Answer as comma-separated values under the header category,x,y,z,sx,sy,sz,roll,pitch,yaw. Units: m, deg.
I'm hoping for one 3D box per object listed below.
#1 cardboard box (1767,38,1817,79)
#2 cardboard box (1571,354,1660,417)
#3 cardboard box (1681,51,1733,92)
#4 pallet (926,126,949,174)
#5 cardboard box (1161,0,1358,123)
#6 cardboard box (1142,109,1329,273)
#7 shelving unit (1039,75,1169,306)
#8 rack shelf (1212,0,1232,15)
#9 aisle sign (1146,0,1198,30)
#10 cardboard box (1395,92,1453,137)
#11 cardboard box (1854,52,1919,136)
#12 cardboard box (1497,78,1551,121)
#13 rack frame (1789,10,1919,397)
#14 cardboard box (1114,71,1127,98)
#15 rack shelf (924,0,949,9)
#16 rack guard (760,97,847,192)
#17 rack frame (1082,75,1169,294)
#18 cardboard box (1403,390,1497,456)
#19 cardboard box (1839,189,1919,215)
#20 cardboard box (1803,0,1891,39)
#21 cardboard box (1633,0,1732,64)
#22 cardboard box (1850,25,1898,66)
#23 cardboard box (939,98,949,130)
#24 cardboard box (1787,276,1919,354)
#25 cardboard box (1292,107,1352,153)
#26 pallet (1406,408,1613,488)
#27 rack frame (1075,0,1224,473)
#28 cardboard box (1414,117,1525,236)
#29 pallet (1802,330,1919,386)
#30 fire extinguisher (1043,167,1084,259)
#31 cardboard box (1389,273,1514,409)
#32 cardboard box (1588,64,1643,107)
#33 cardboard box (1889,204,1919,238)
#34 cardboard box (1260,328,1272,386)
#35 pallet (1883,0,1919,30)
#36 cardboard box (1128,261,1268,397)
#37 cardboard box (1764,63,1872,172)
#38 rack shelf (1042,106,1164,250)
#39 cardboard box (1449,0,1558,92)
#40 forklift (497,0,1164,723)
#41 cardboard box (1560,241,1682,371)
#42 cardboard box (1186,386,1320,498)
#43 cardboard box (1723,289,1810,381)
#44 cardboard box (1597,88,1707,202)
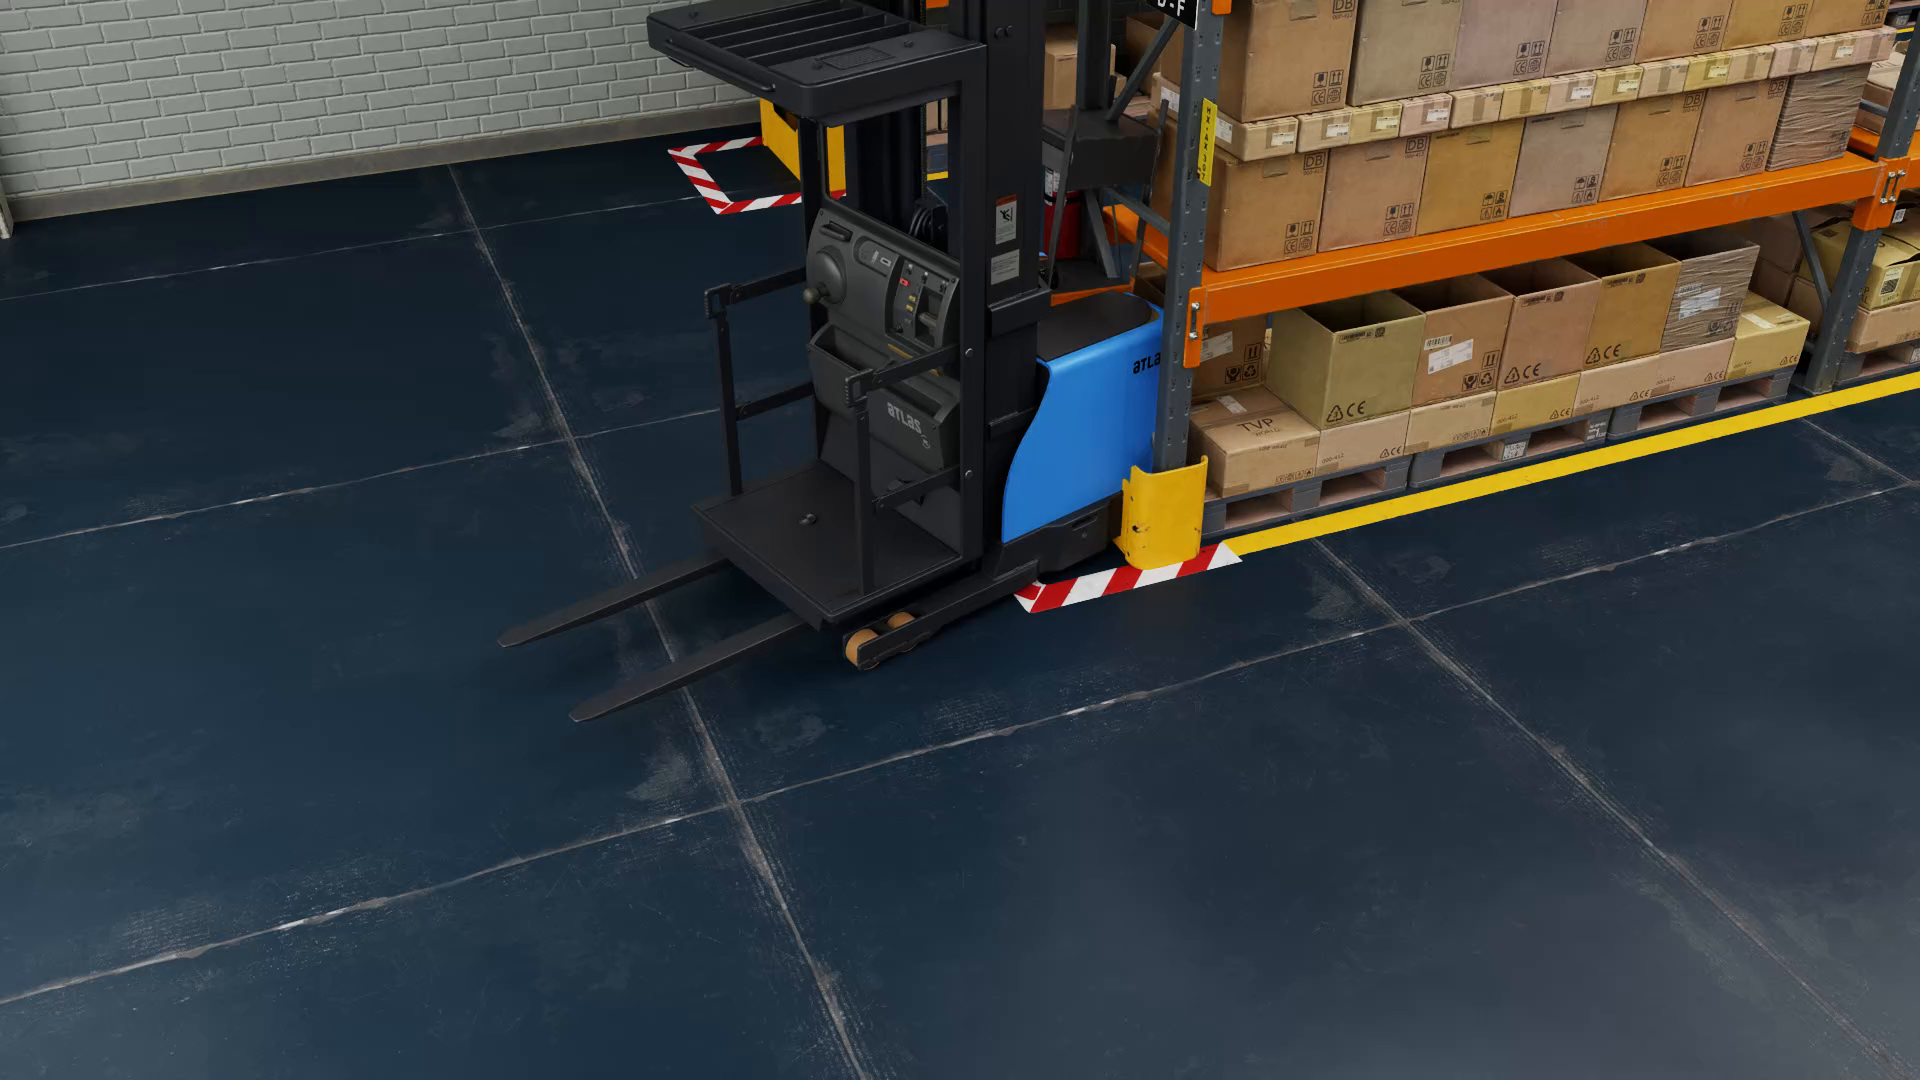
category,x,y,z,sx,sy,sz,roll,pitch,yaw
cardboard box,3.812,-2.331,7.895,0.250,0.149,0.380,-14,36,-20
cardboard box,3.186,-0.892,8.506,0.500,0.250,0.500,-13,35,-19
cardboard box,3.342,-2.224,7.732,0.250,0.149,0.380,-13,35,-19
pallet,-0.328,-2.936,12.069,1.213,0.211,1.003,-13,35,-19
cardboard box,1.245,-2.134,6.998,0.500,0.500,0.700,-13,35,-19
cardboard box,1.196,-1.579,7.335,0.500,0.500,0.700,-13,35,-19
shelving unit,0.450,-1.020,7.627,0.503,2.100,0.431,-13,36,-32
rack shelf,2.605,-2.823,7.248,4.000,0.370,1.077,-13,35,-19
aisle sign,0.819,-2.367,6.254,0.004,0.787,0.394,-13,35,-19
cardboard box,1.912,-1.895,7.225,0.250,0.149,0.380,-13,35,-20
cardboard box,4.886,-2.353,8.753,0.500,0.250,0.500,-11,35,-16
cardboard box,2.392,-2.006,7.397,0.250,0.149,0.380,-13,35,-20
rack frame,4.449,-2.290,8.519,0.127,3.000,1.000,-13,35,-19
cardboard box,1.045,-3.442,12.500,0.250,0.149,0.380,-16,36,-23
rack shelf,0.684,-4.056,11.893,4.000,0.370,1.077,-13,35,-19
rack guard,-1.090,-2.904,11.754,0.348,0.500,1.175,-13,35,-19
rack frame,0.653,-1.065,7.755,0.015,2.100,0.400,-13,36,-32
cardboard box,2.262,-0.683,8.185,0.500,0.250,0.500,-13,35,-19
cardboard box,5.188,-1.891,9.528,0.500,0.311,0.500,-12,35,-18
cardboard box,4.042,-2.778,7.989,0.500,0.500,0.700,-13,35,-19
cardboard box,3.115,-2.566,7.662,0.500,0.500,0.700,-13,35,-19
cardboard box,4.281,-2.438,8.061,0.250,0.149,0.380,-13,35,-19
cardboard box,0.038,-3.214,12.001,0.500,0.311,0.500,-10,34,-15
cardboard box,4.917,-1.274,9.093,0.500,0.250,0.500,-14,35,-20
cardboard box,1.448,-1.791,7.065,0.250,0.149,0.380,-14,36,-20
pallet,2.573,-0.714,8.654,1.213,0.211,1.003,-13,35,-19
rack frame,0.761,-1.445,7.221,0.127,3.000,1.000,-13,35,-19
cardboard box,2.138,-1.794,7.666,0.500,0.500,0.700,-13,35,-19
pallet,5.113,-1.296,9.548,1.213,0.211,1.003,-13,35,-19
fire extinguisher,0.472,-1.621,7.562,0.183,0.674,0.296,-13,35,-19
cardboard box,2.258,-1.003,7.989,0.500,0.500,0.500,-13,35,-19
cardboard box,2.866,-2.113,7.561,0.250,0.149,0.380,-12,35,-17
cardboard box,5.390,-1.613,9.101,0.500,0.311,0.500,-13,35,-19
cardboard box,1.597,-0.842,8.430,0.500,0.250,0.500,-13,35,-19
pallet,8.095,-4.840,14.994,1.213,0.211,1.003,-13,35,-19
cardboard box,1.140,-1.046,8.055,0.500,0.500,0.500,-13,35,-19
cardboard box,4.042,-2.235,8.342,0.500,0.500,0.700,-14,36,-20
rack shelf,0.533,-1.611,7.287,0.480,0.518,0.431,-13,36,-32
cardboard box,2.192,-2.355,7.337,0.500,0.500,0.700,-13,35,-19
forklift,-0.485,-1.014,6.622,3.031,2.935,1.130,-24,40,-32
cardboard box,3.181,-1.212,8.312,0.500,0.500,0.500,-13,35,-19
cardboard box,1.341,-0.470,7.858,0.500,0.250,0.500,-13,35,-19
cardboard box,4.106,-1.105,8.835,0.500,0.250,0.500,-13,35,-19
cardboard box,3.094,-2.016,8.006,0.500,0.500,0.700,-12,35,-18
